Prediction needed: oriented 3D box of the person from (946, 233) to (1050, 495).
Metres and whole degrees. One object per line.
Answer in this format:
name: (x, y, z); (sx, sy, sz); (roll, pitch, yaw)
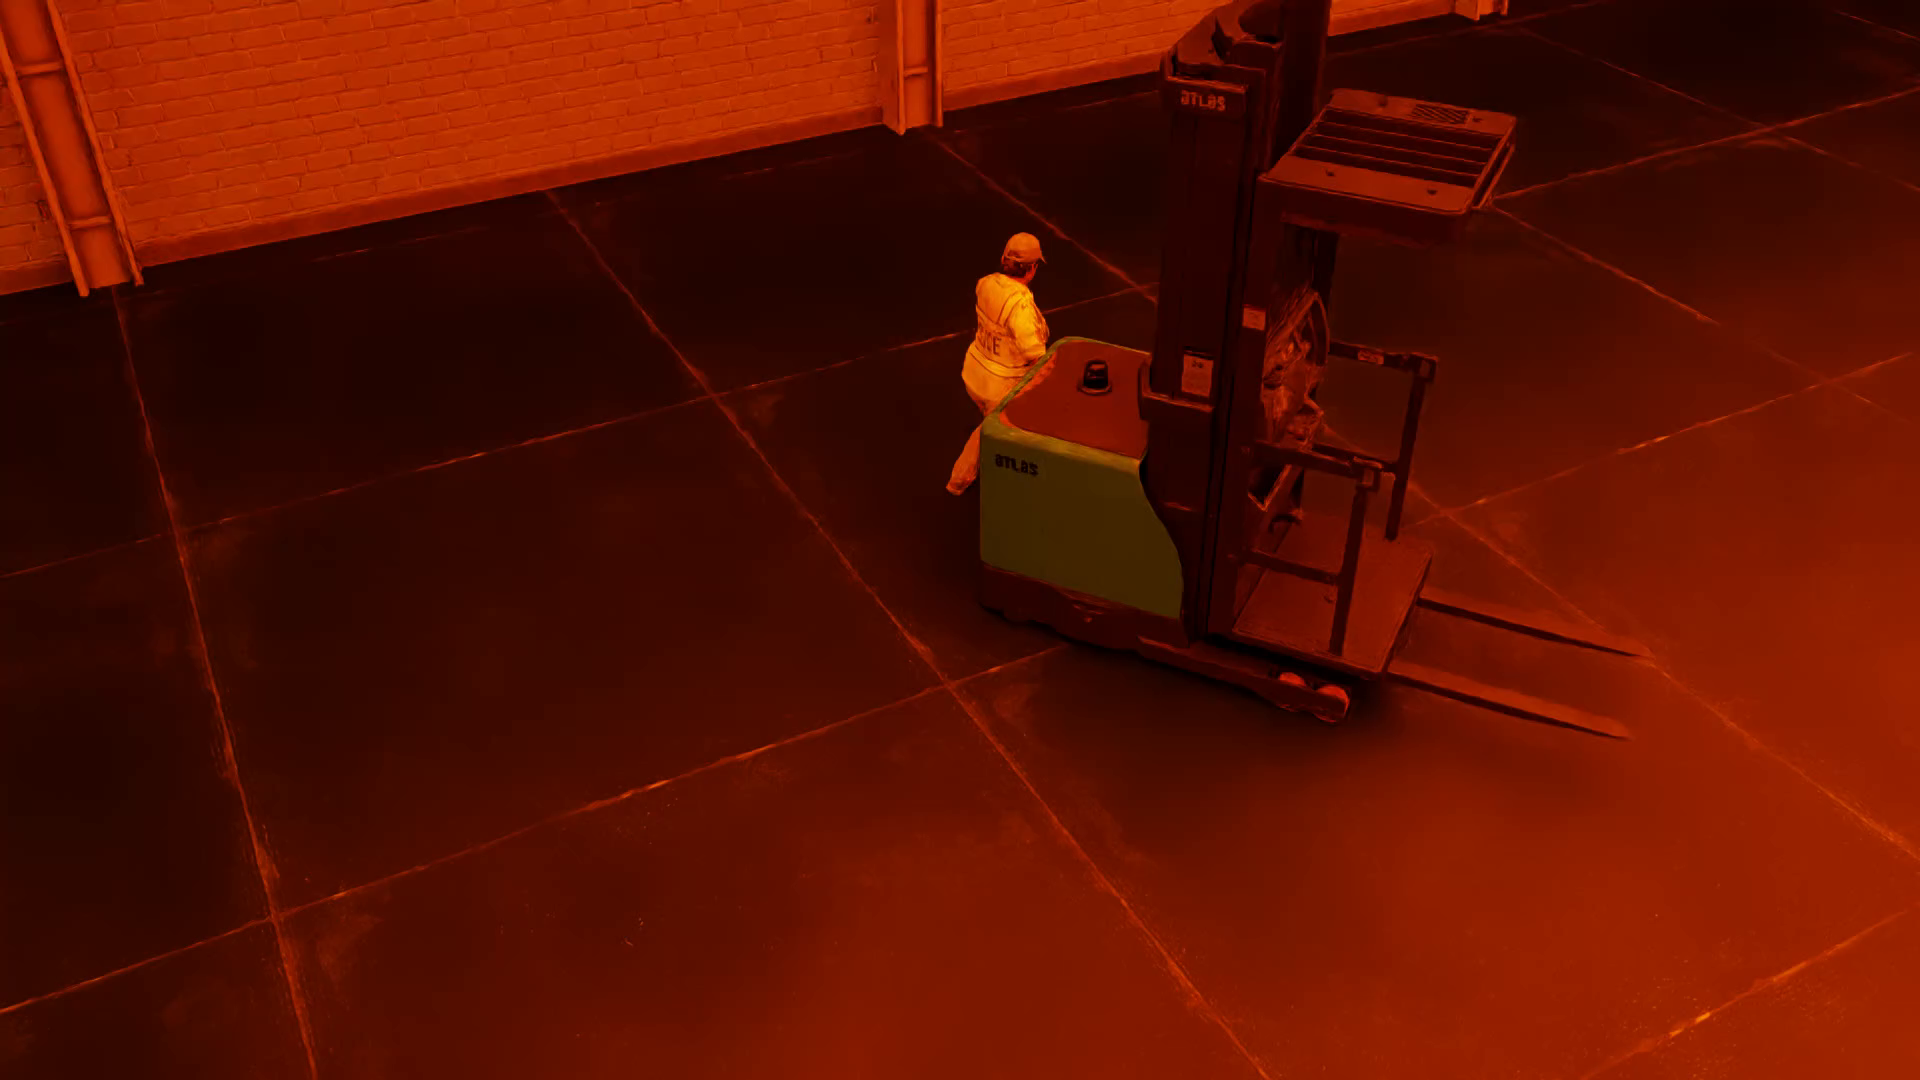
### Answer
person: (0.373, -0.855, 8.572); (0.768, 1.594, 0.764); (-17, 39, -22)

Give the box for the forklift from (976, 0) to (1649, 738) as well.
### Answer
forklift: (1.634, -0.729, 7.155); (3.031, 2.935, 1.130); (16, 38, 21)
